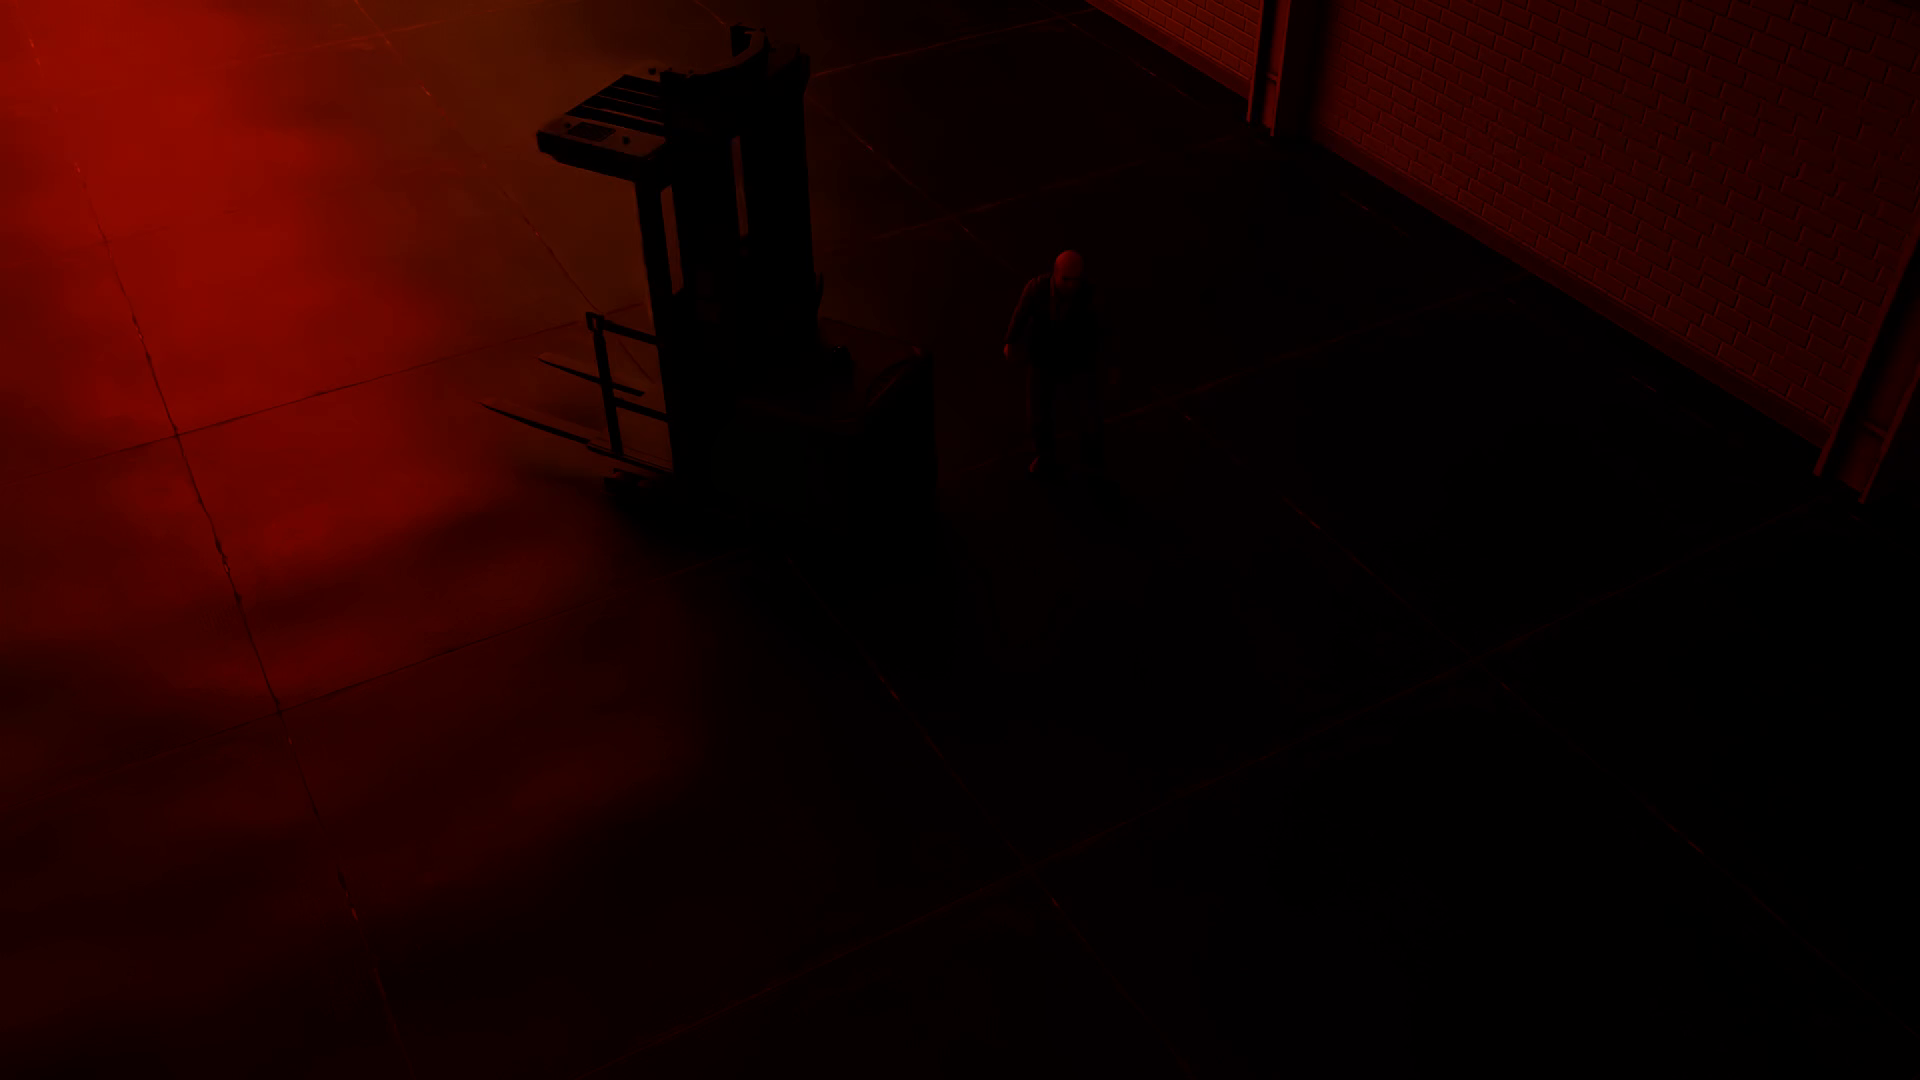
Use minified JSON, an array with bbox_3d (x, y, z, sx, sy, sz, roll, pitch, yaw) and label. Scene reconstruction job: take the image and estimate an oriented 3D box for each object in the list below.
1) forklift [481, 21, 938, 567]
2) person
[{"bbox_3d":[-1.695,-1.624,9.995,3.031,2.935,1.130,18,43,20],"label":"forklift"},{"bbox_3d":[0.660,-1.081,10.323,0.853,1.694,0.399,12,41,14],"label":"person"}]
